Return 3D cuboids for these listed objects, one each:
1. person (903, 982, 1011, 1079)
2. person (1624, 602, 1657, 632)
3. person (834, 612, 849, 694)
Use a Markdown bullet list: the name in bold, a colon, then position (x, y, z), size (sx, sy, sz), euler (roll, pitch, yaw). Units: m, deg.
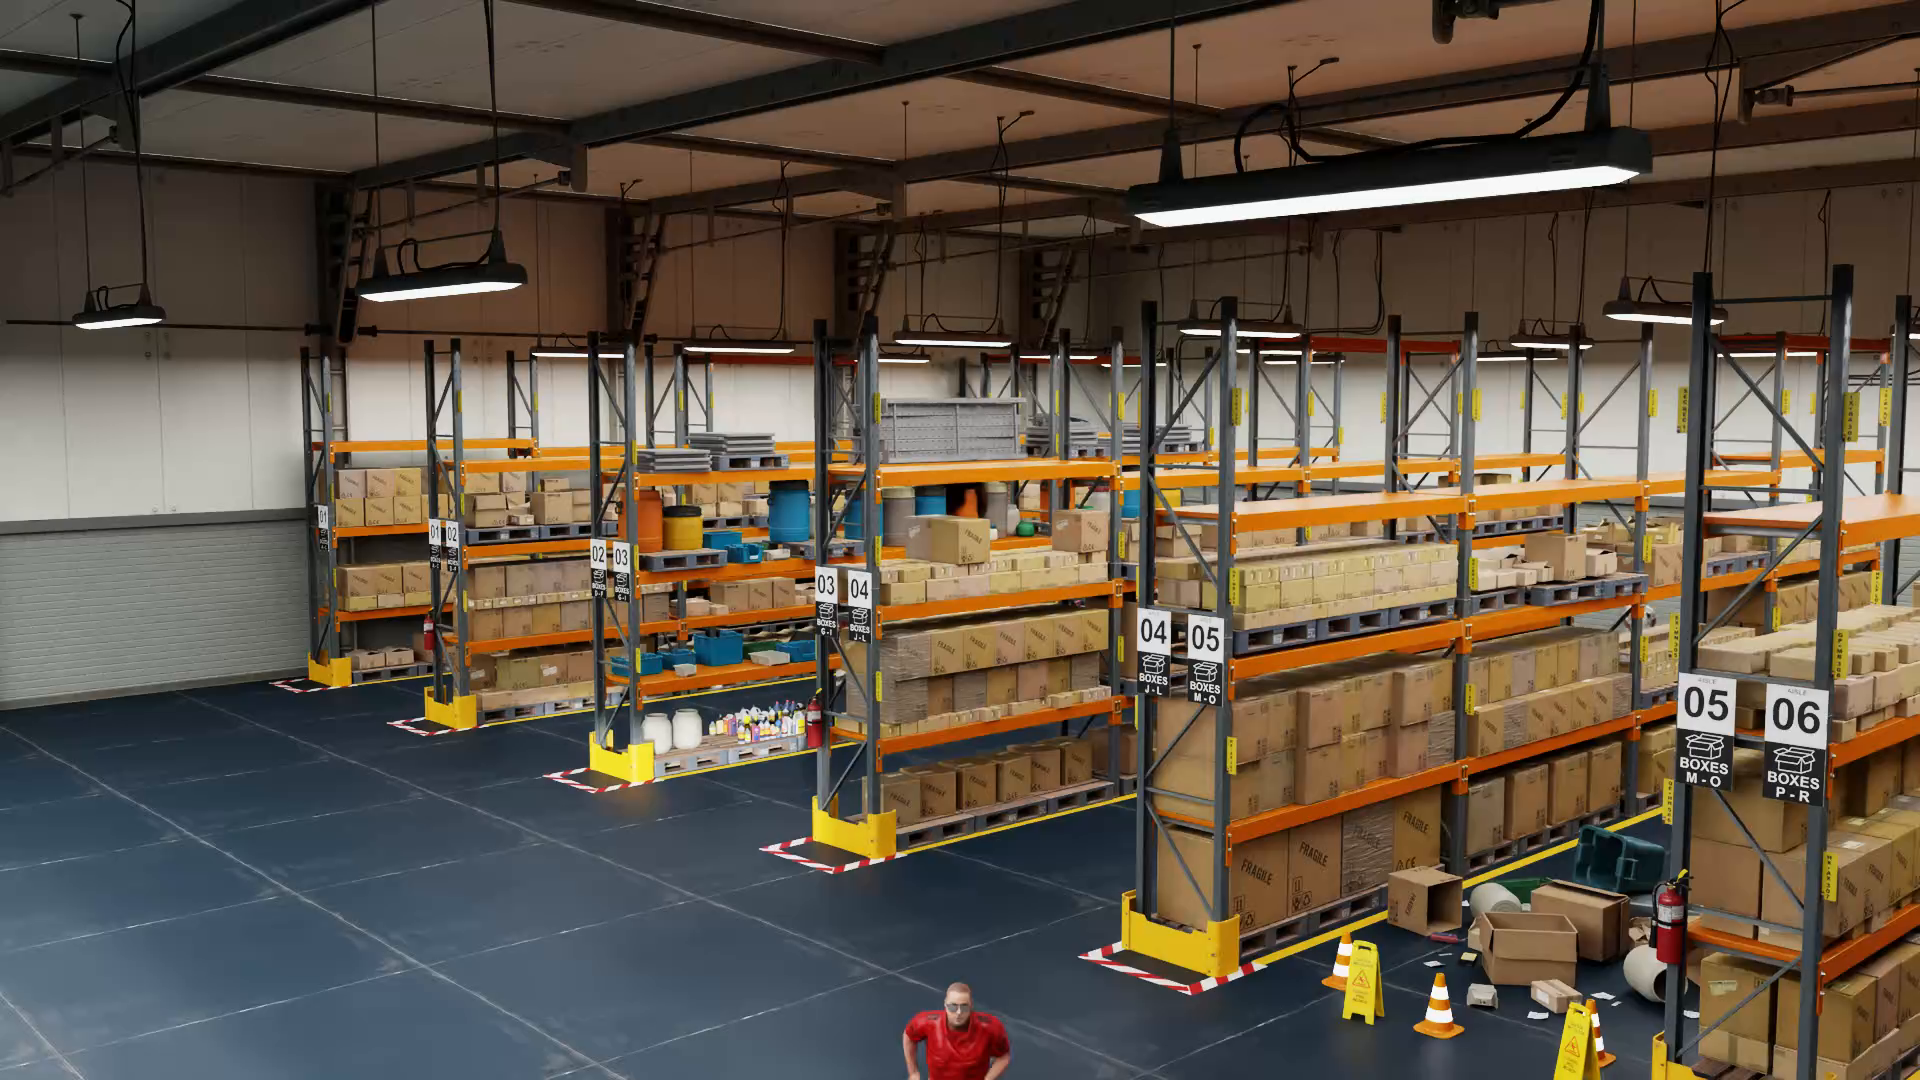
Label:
- **person**: position (-0.020, 3.464, 10.220), size (0.655, 1.659, 0.761), euler (0, 5, -4)
- **person**: position (12.200, 1.745, 29.843), size (0.558, 1.638, 0.693), euler (2, 5, 18)
- **person**: position (-1.965, 1.728, 28.831), size (0.663, 1.787, 0.902), euler (4, 6, 35)
